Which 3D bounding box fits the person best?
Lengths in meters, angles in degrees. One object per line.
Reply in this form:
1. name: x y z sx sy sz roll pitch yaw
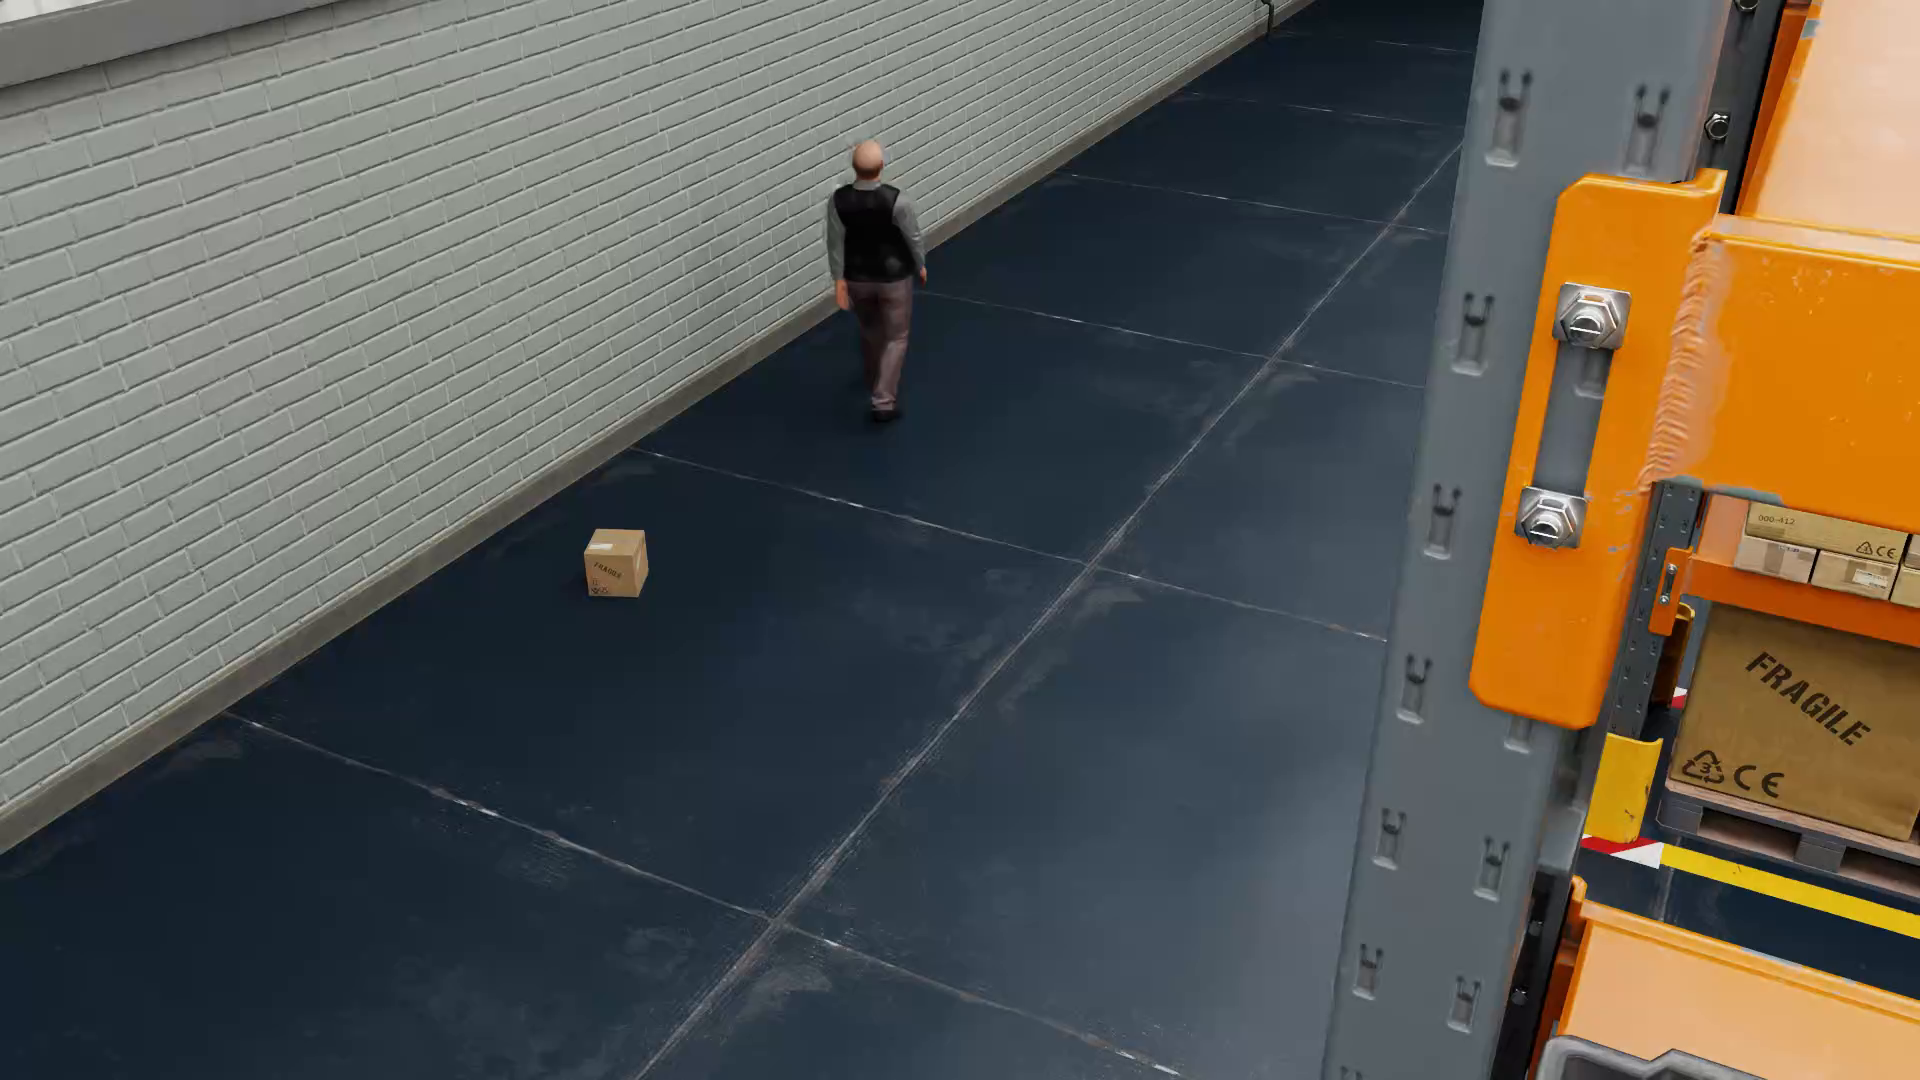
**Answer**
1. person: -0.467 -1.587 9.927 0.539 1.685 0.905 9 31 15
